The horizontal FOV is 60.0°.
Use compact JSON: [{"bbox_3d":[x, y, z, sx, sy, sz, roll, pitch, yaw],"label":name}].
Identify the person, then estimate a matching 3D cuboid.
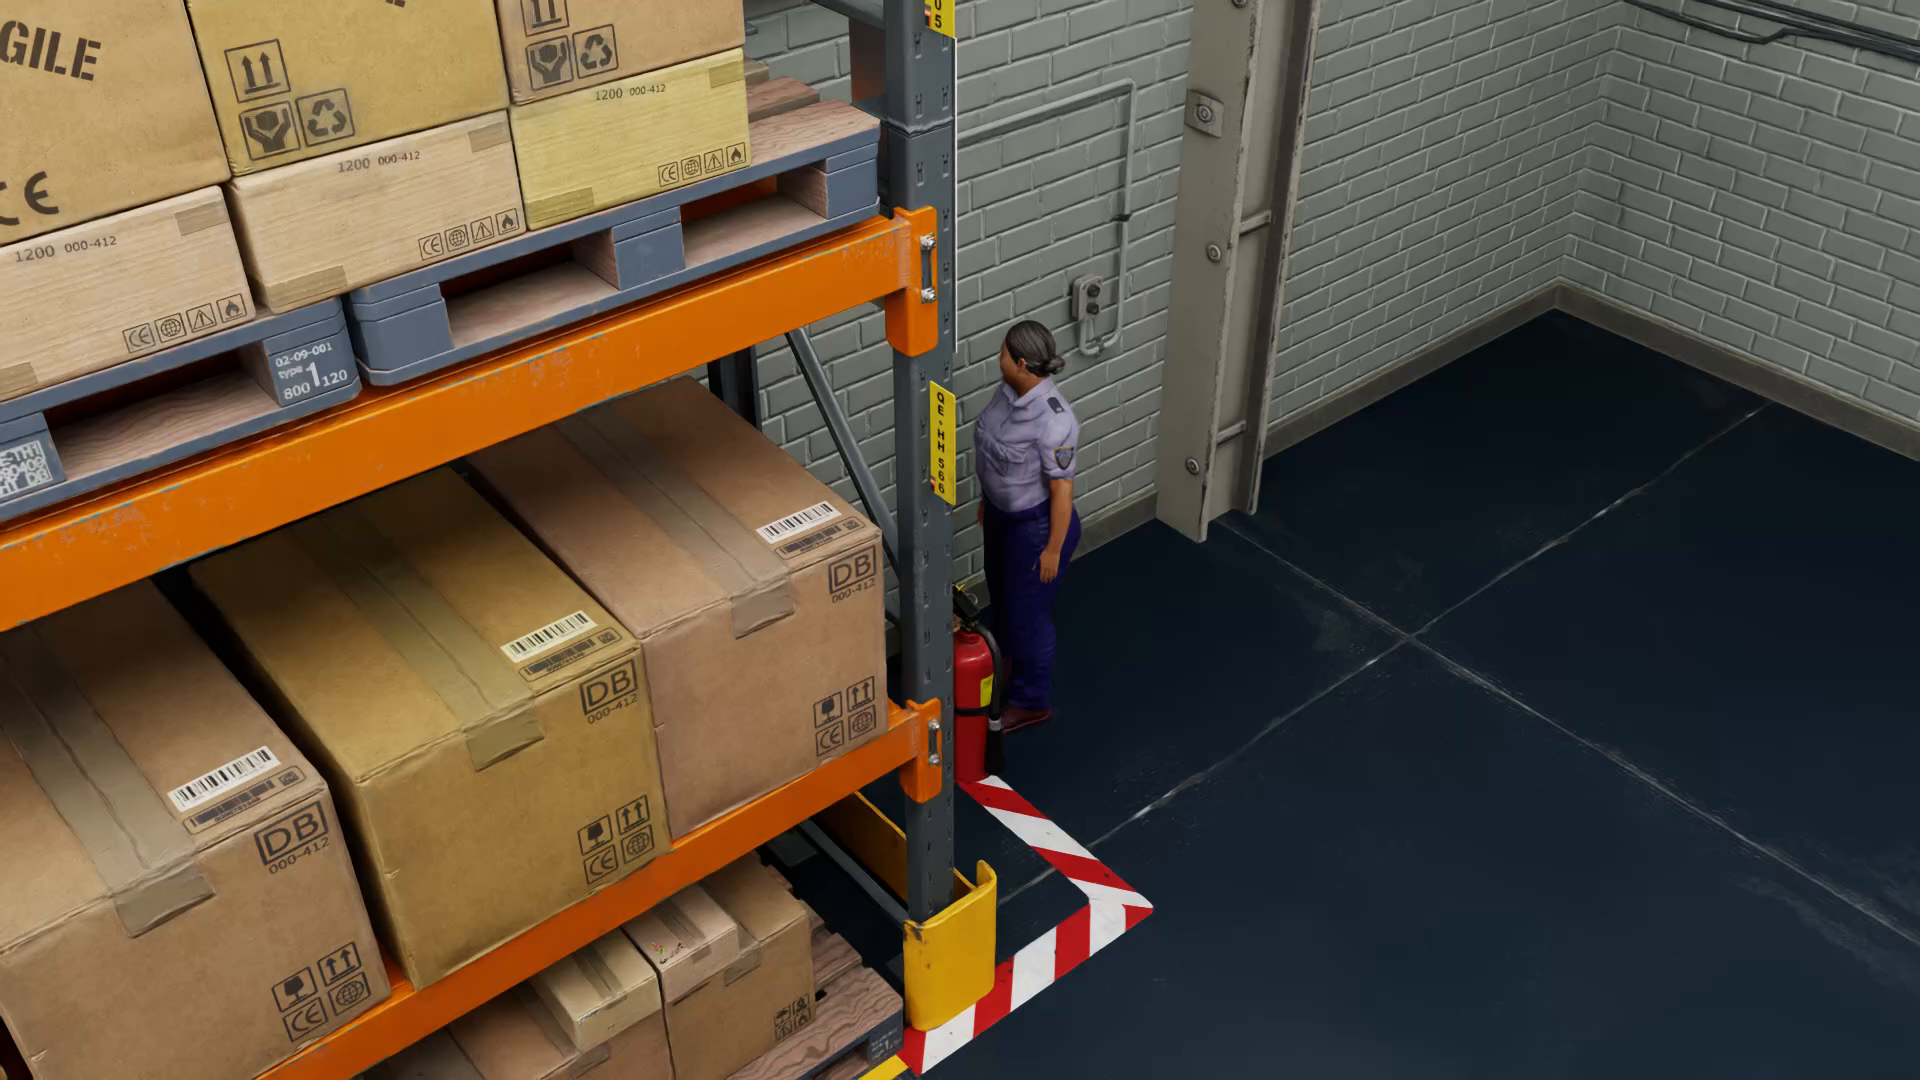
[{"bbox_3d":[0.216,-0.060,6.233,0.420,1.660,0.513,-11,38,-15],"label":"person"}]
